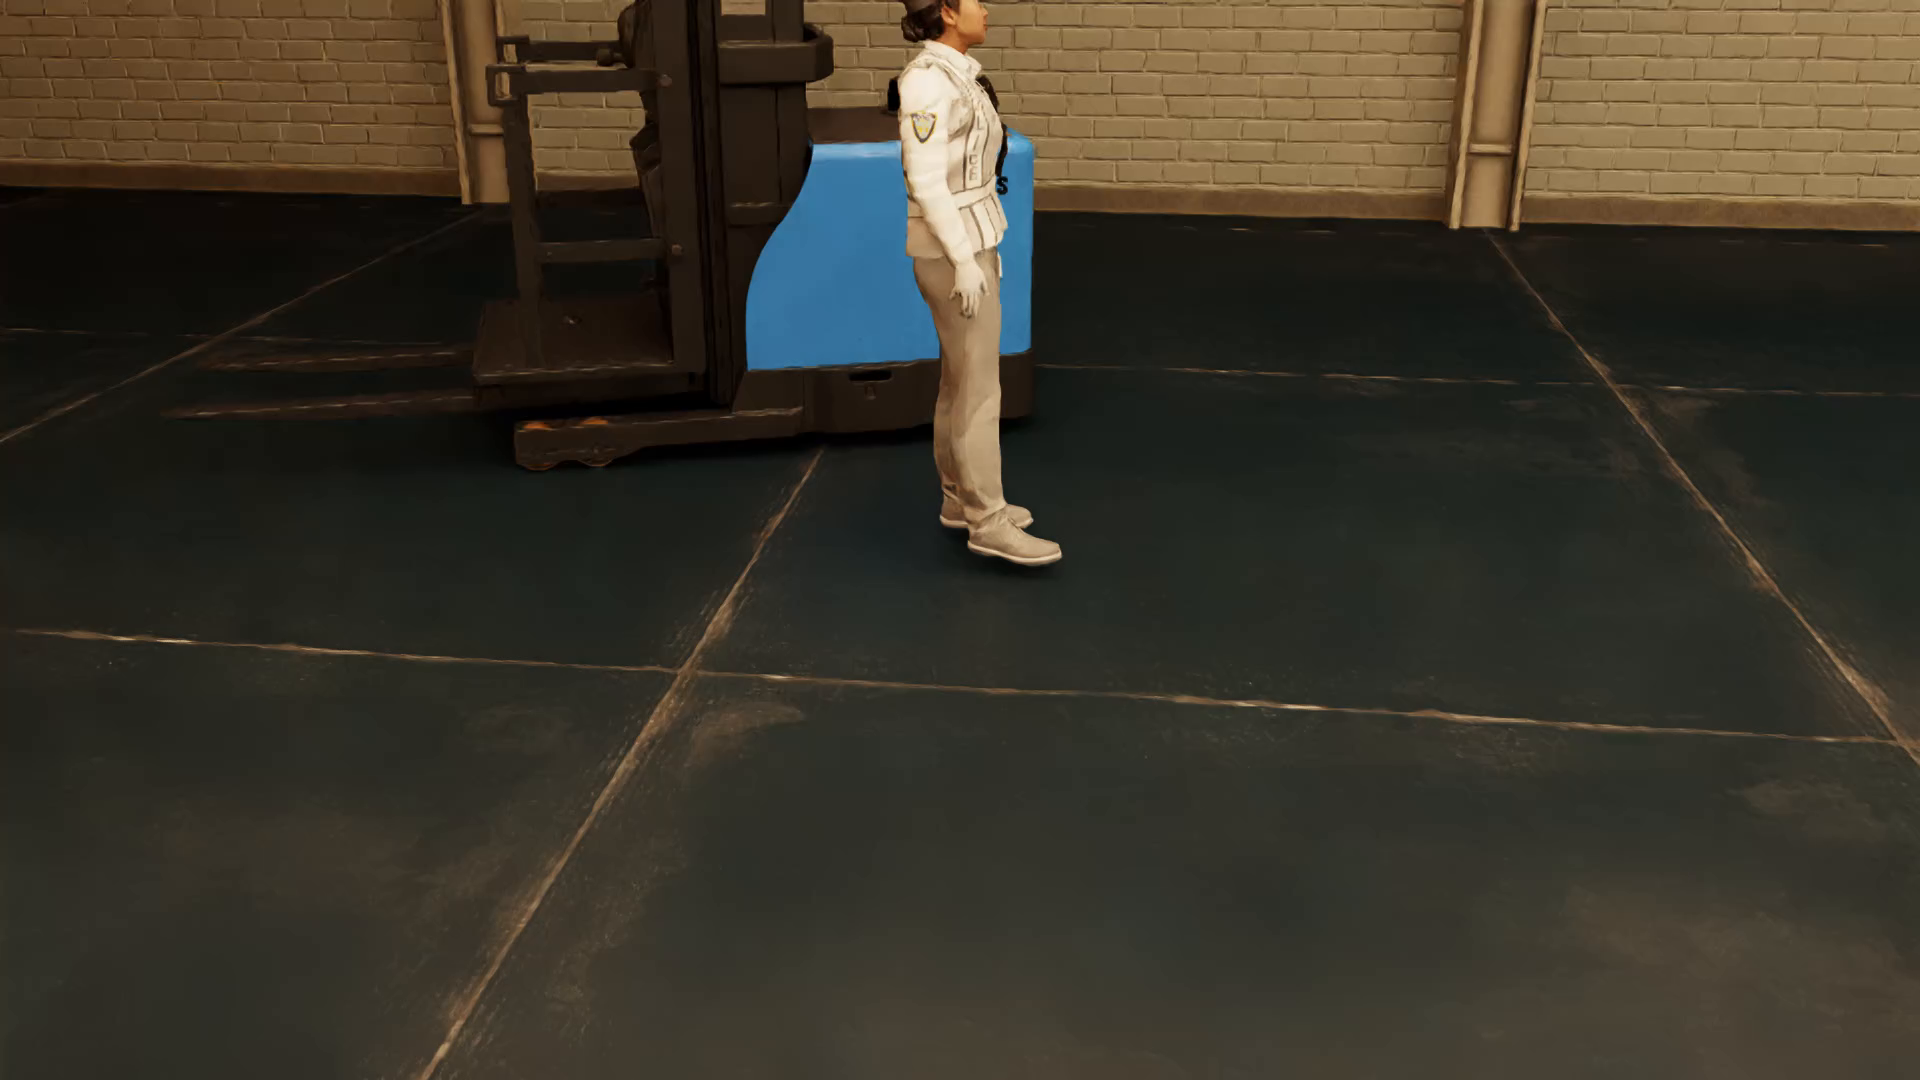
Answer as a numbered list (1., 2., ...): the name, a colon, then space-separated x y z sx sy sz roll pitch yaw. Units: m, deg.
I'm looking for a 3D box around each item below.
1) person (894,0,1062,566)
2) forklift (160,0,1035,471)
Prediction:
1. person: 0.065 -0.824 4.829 0.534 1.695 0.586 3 22 7
2. forklift: -1.298 -1.815 5.761 3.031 2.935 1.130 -5 22 -12
